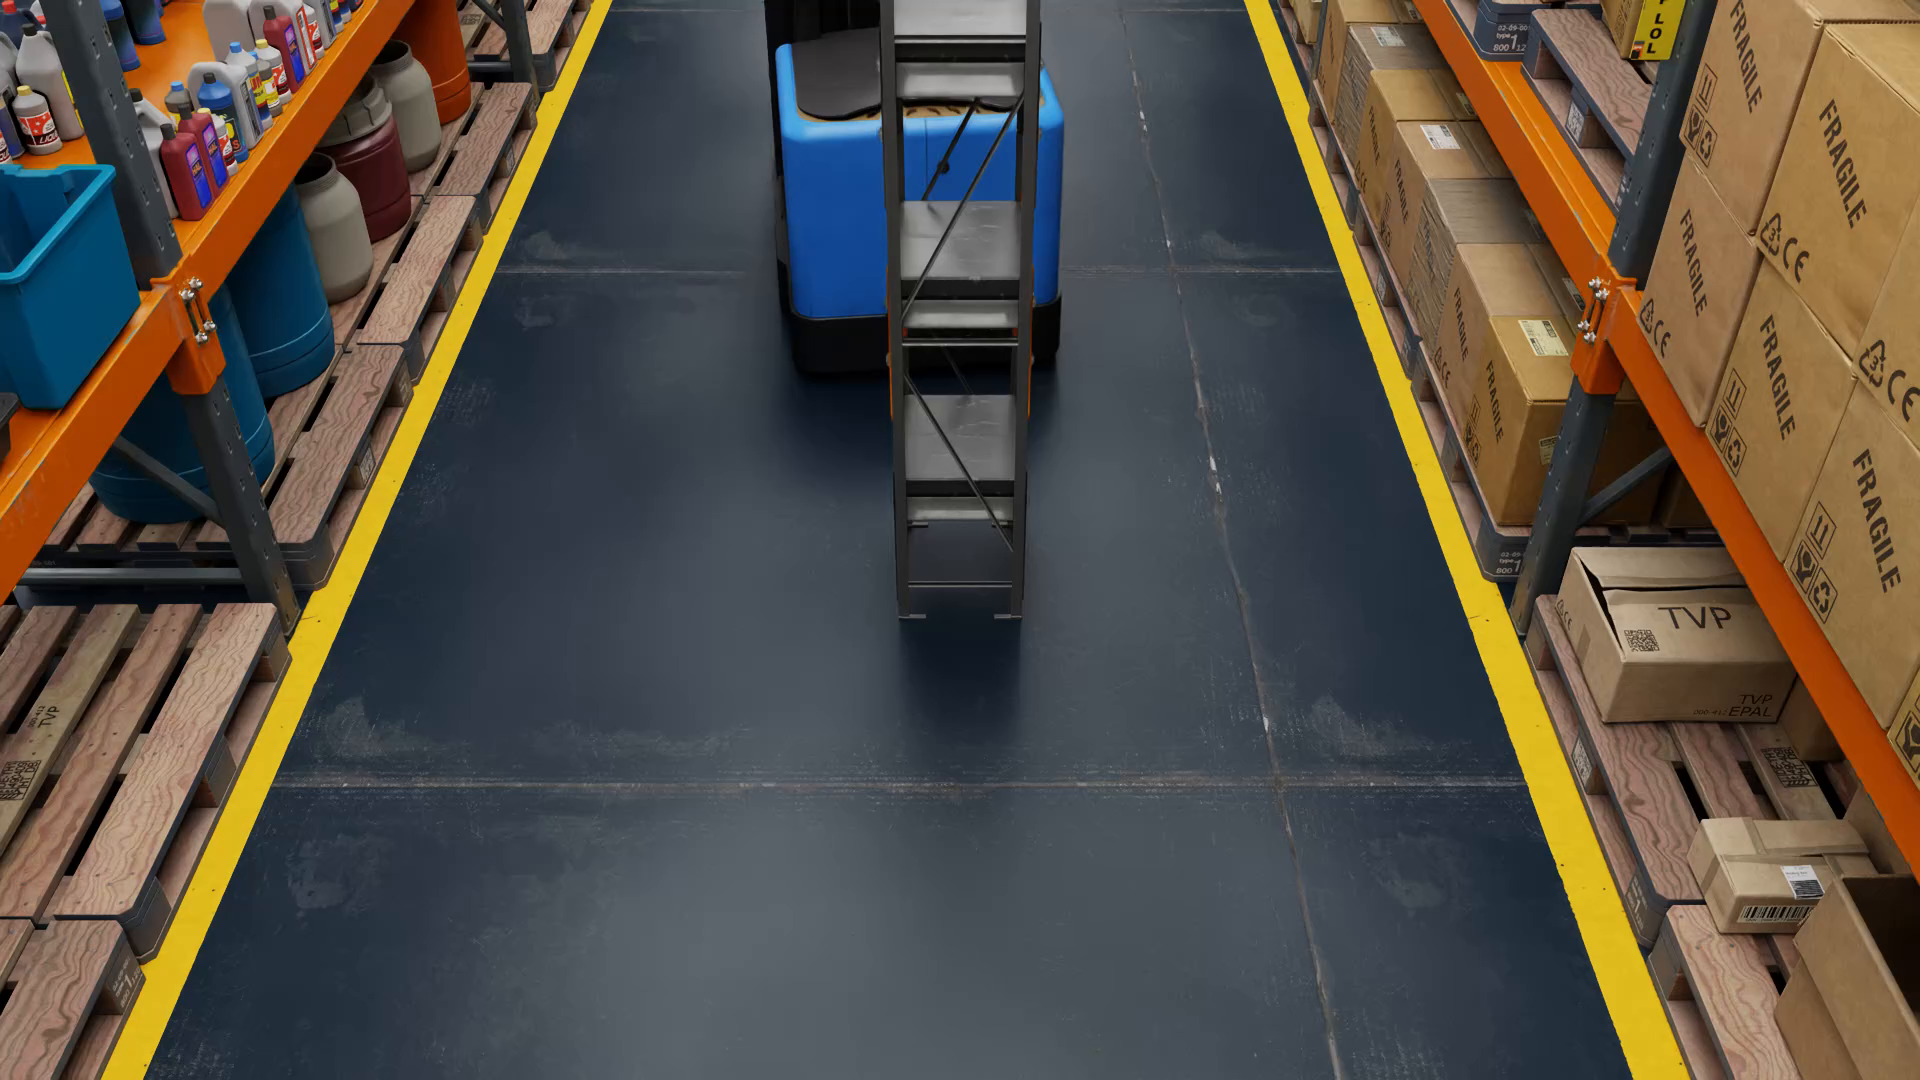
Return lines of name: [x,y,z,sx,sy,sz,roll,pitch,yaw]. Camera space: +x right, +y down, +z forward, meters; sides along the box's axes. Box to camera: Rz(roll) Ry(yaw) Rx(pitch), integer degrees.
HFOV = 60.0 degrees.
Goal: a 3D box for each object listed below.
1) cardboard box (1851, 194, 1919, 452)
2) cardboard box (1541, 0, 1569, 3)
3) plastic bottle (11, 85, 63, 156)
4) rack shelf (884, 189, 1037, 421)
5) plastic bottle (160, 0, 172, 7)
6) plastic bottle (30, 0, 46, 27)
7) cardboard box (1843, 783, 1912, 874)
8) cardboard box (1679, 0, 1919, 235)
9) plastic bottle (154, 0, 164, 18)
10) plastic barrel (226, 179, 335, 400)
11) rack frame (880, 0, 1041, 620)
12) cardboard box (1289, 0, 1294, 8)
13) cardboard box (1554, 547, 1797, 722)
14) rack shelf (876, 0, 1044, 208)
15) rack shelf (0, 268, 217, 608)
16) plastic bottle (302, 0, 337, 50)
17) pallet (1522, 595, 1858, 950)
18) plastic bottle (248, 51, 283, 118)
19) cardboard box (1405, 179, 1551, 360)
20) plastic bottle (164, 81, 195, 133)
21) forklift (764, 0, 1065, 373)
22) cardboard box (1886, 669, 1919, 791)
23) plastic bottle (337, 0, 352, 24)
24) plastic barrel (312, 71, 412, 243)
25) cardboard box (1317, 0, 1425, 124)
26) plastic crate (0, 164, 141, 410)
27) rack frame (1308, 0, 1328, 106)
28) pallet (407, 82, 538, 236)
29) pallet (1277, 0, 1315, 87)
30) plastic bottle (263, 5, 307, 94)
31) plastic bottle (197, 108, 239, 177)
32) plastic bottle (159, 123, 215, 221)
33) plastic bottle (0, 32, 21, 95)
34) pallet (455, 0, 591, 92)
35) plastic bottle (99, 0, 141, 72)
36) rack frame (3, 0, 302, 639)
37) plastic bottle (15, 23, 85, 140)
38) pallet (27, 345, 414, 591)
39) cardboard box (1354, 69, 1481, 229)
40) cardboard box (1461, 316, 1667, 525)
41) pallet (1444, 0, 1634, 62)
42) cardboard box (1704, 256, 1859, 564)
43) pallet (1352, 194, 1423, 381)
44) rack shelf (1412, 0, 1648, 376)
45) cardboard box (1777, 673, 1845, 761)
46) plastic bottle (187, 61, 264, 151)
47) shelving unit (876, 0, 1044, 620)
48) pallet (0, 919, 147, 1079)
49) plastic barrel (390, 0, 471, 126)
cardboard box: [2.017,-0.383,2.950,0.500,0.500,0.500,-1,39,-1]
cardboard box: [2.233,-2.200,5.681,0.700,0.500,0.500,-9,40,-11]
plastic bottle: [-2.856,-1.300,5.133,0.097,0.201,0.097,0,39,0]
rack shelf: [0.000,-0.705,4.973,0.431,0.518,0.480,0,39,0]
plastic bottle: [-2.986,-2.136,6.056,0.144,0.351,0.185,0,39,0]
plastic bottle: [-2.982,-1.633,5.488,0.152,0.276,0.135,0,39,0]
cardboard box: [2.582,0.810,4.139,0.500,0.311,0.500,0,39,0]
cardboard box: [2.016,-1.027,3.753,0.500,0.500,0.500,1,39,1]
plastic bottle: [-2.949,-2.016,5.971,0.097,0.271,0.097,0,39,0]
plastic barrel: [-2.641,-1.020,5.966,0.600,0.901,0.708,0,39,0]
rack frame: [0.000,-0.563,4.774,0.400,2.100,0.015,0,39,0]
cardboard box: [2.043,-3.136,9.128,0.500,0.250,0.500,0,39,-1]
cardboard box: [2.081,0.247,4.841,0.500,0.311,0.500,0,39,0]
rack shelf: [0.000,-1.251,4.535,0.431,0.518,0.480,0,39,0]
rack shelf: [-2.655,0.640,3.128,1.077,0.370,4.000,0,39,0]
plastic bottle: [-2.278,-1.857,5.768,0.152,0.276,0.135,0,39,0]
pallet: [2.296,0.625,4.801,1.003,0.211,1.213,0,39,0]
plastic bottle: [-2.250,-1.466,5.339,0.097,0.201,0.097,0,39,0]
cardboard box: [2.017,-1.020,6.271,0.500,0.500,0.500,0,39,1]
plastic bottle: [-2.402,-1.321,5.158,0.097,0.201,0.097,0,39,0]
forklift: [-0.292,-2.704,6.781,1.130,2.935,3.031,-4,39,-5]
cardboard box: [2.029,0.338,2.849,0.500,0.500,0.500,-1,39,-1]
plastic bottle: [-2.251,-1.988,5.936,0.097,0.271,0.097,0,39,0]
plastic barrel: [-2.643,-1.604,6.945,0.600,0.588,0.708,0,39,0]
cardboard box: [2.007,-2.306,7.875,0.500,0.500,0.500,2,39,2]
plastic crate: [-2.315,-0.617,4.086,0.392,0.384,0.575,0,39,0]
rack frame: [2.292,-3.394,7.587,1.000,3.000,0.127,0,39,0]
pallet: [-2.619,-1.812,7.842,1.003,0.211,1.213,0,39,0]
pallet: [2.330,-2.821,9.101,1.003,0.211,1.213,0,39,0]
plastic bottle: [-2.232,-1.631,5.480,0.061,0.283,0.133,0,39,0]
plastic bottle: [-2.249,-1.199,5.007,0.097,0.201,0.097,0,39,0]
plastic bottle: [-2.231,-1.076,4.787,0.061,0.283,0.133,0,39,0]
plastic bottle: [-2.985,-1.447,5.196,0.144,0.351,0.185,0,39,0]
pallet: [-2.624,-2.789,9.062,1.003,0.211,1.213,0,39,0]
plastic bottle: [-2.857,-1.727,5.610,0.097,0.271,0.097,0,39,0]
rack frame: [-2.657,-0.891,4.464,1.000,3.000,0.127,0,39,0]
plastic bottle: [-2.841,-1.447,5.196,0.144,0.351,0.185,0,39,0]
pallet: [-2.616,-0.286,5.938,1.003,0.211,1.213,0,39,0]
cardboard box: [2.008,-1.664,7.075,0.500,0.500,0.500,-1,39,-1]
cardboard box: [2.009,-0.397,5.494,0.500,0.500,0.500,0,39,0]
pallet: [2.299,-2.103,6.129,1.003,0.211,1.213,0,39,0]
cardboard box: [2.028,-0.293,3.637,0.500,0.500,0.500,1,39,1]
pallet: [2.253,-1.078,6.926,1.003,0.211,1.213,0,39,0]
rack shelf: [2.294,-1.863,6.251,1.077,0.370,4.000,0,39,0]
cardboard box: [2.581,0.267,4.665,0.500,0.500,0.500,0,39,0]
plastic bottle: [-2.277,-1.362,5.150,0.152,0.276,0.135,0,39,0]
shelving unit: [0.000,-0.716,4.964,0.431,2.100,0.503,0,39,0]
pallet: [-2.613,1.421,3.808,1.003,0.211,1.213,0,39,0]
plastic barrel: [-2.644,-2.404,7.751,0.600,0.830,0.708,0,39,0]
